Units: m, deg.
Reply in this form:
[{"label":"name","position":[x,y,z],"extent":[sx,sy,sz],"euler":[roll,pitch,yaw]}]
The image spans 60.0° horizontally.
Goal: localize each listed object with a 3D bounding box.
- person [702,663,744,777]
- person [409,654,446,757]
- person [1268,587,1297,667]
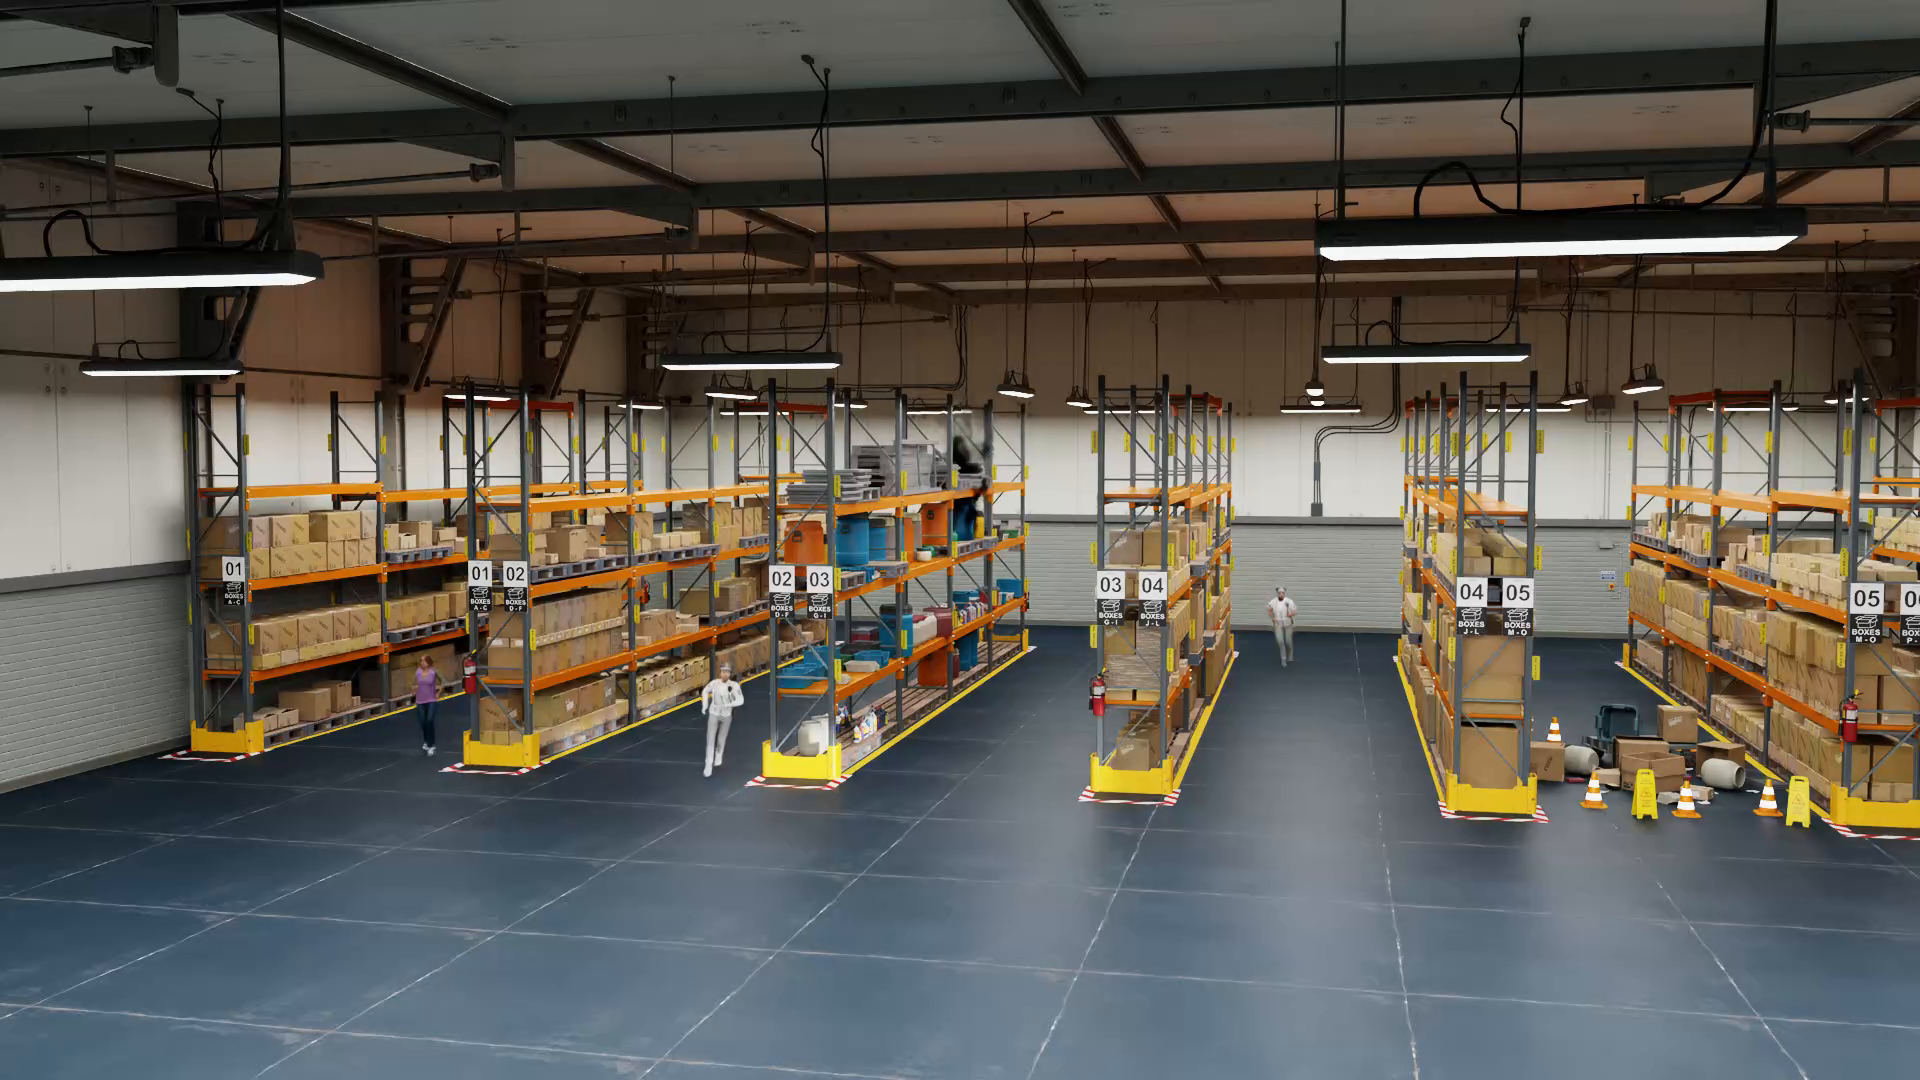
[{"label":"person","position":[-3.633,2.706,25.454],"extent":[0.648,1.685,0.917],"euler":[0,3,-4]},{"label":"person","position":[-8.623,2.679,26.885],"extent":[0.537,1.653,0.636],"euler":[0,3,2]},{"label":"person","position":[7.349,1.952,37.912],"extent":[0.668,1.809,0.903],"euler":[1,3,11]}]
